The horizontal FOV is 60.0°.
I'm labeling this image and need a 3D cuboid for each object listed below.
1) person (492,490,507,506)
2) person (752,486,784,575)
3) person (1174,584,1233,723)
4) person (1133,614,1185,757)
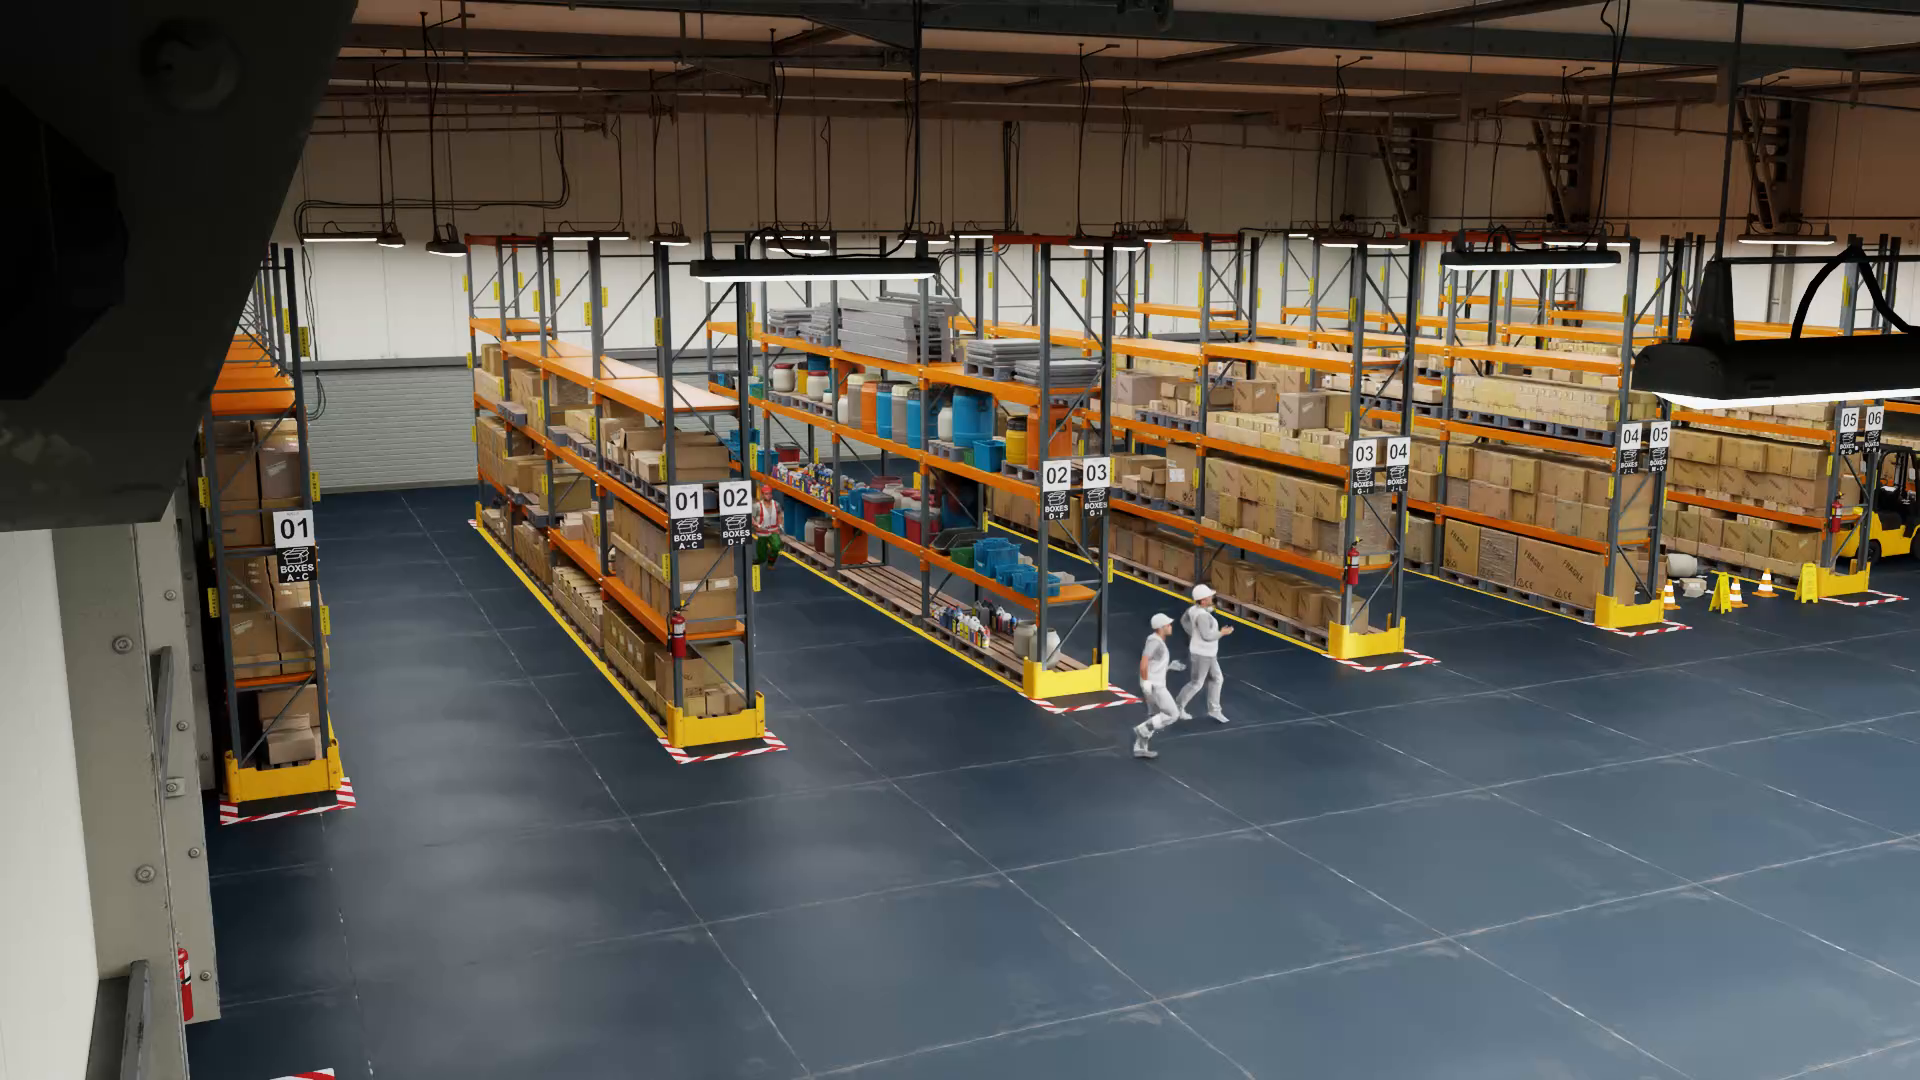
[{"bbox_3d":[-10.015,-1.536,36.632,0.739,1.749,0.653,2,11,10],"label":"person"},{"bbox_3d":[-3.359,-0.129,28.911,0.658,1.664,0.881,-5,12,-25],"label":"person"},{"bbox_3d":[3.037,1.453,20.954,0.774,1.824,0.647,1,11,6],"label":"person"},{"bbox_3d":[2.358,1.726,19.657,0.613,1.733,0.662,0,11,2],"label":"person"}]
